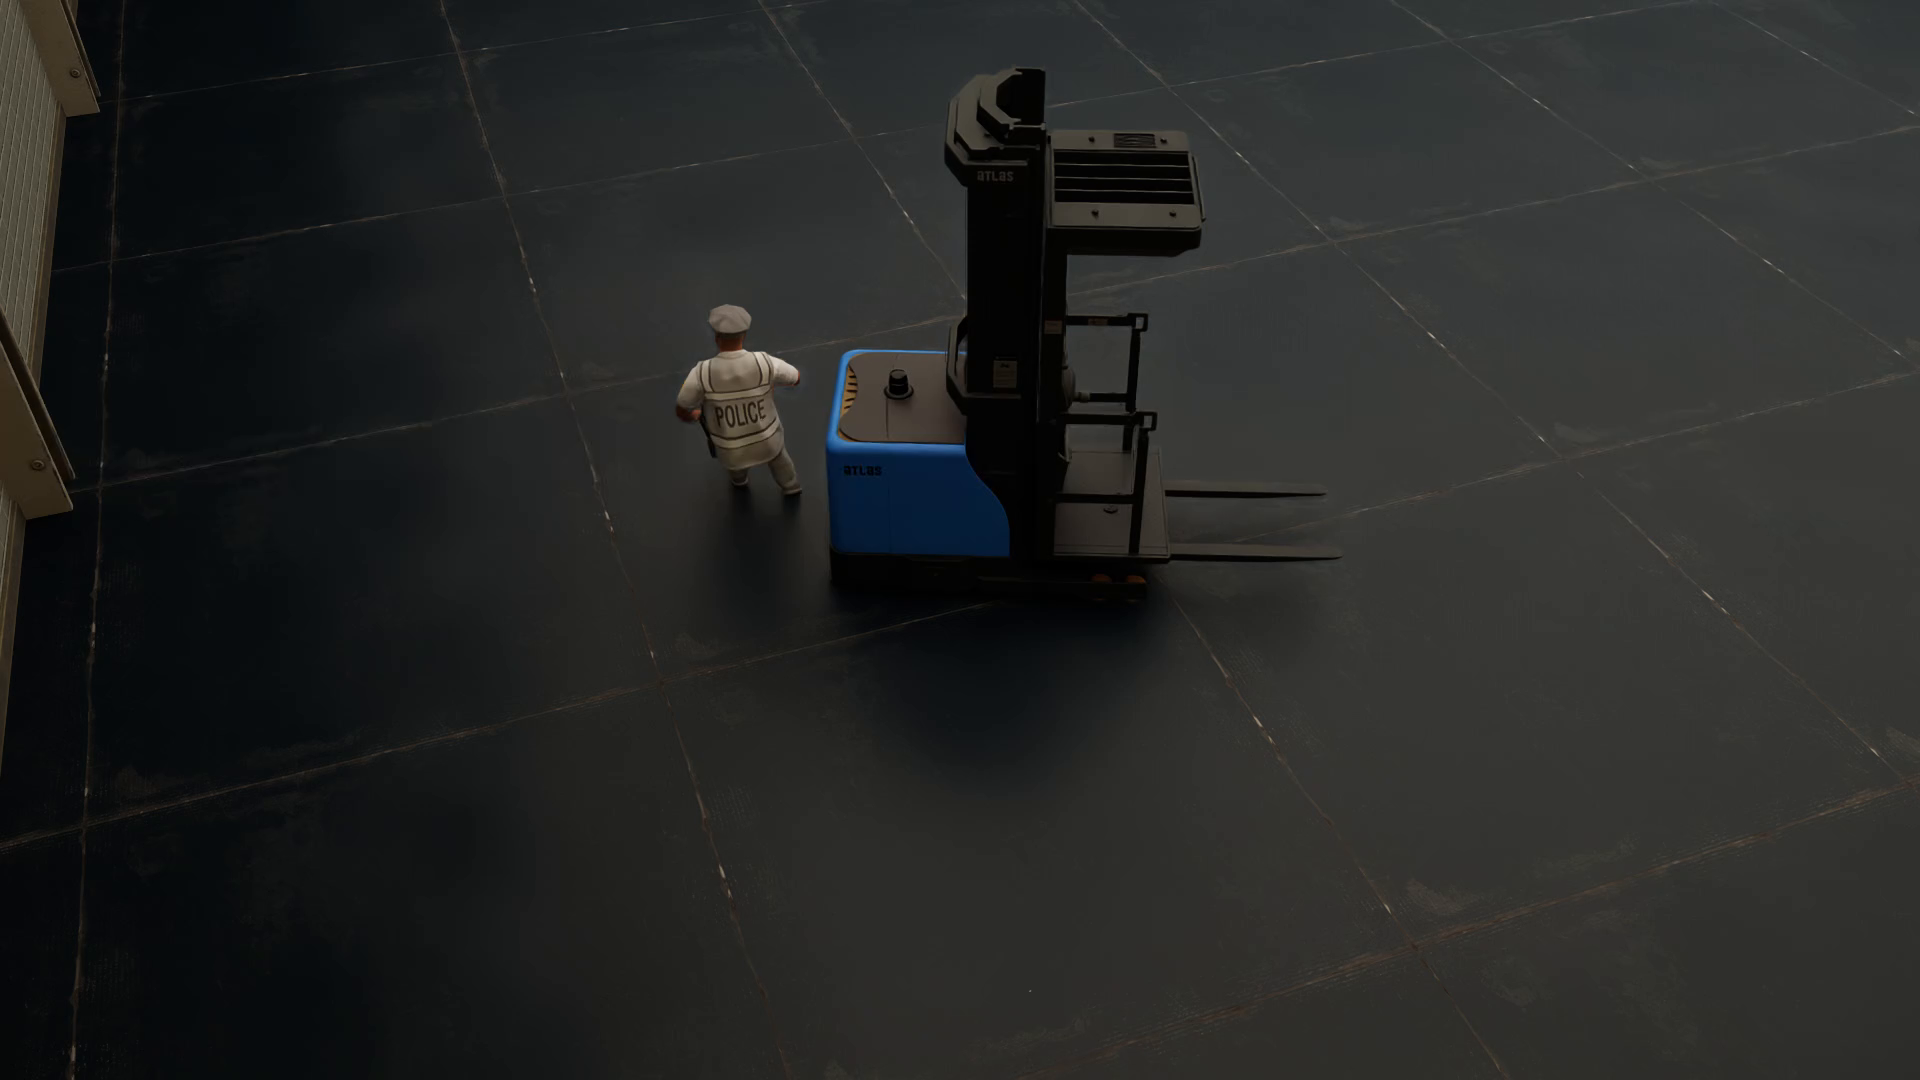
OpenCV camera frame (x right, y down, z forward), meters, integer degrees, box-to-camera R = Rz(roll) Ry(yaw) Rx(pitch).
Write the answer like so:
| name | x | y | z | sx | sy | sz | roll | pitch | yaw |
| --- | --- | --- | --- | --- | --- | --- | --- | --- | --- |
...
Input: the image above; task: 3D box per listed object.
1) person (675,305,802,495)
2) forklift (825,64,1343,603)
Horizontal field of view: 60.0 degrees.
| name | x | y | z | sx | sy | sz | roll | pitch | yaw |
| --- | --- | --- | --- | --- | --- | --- | --- | --- | --- |
| person | -1.371 | -0.794 | 10.113 | 0.773 | 1.563 | 0.935 | -12 | 42 | -14 |
| forklift | 0.760 | -1.104 | 9.311 | 3.031 | 2.935 | 1.130 | 1 | 40 | 2 |
